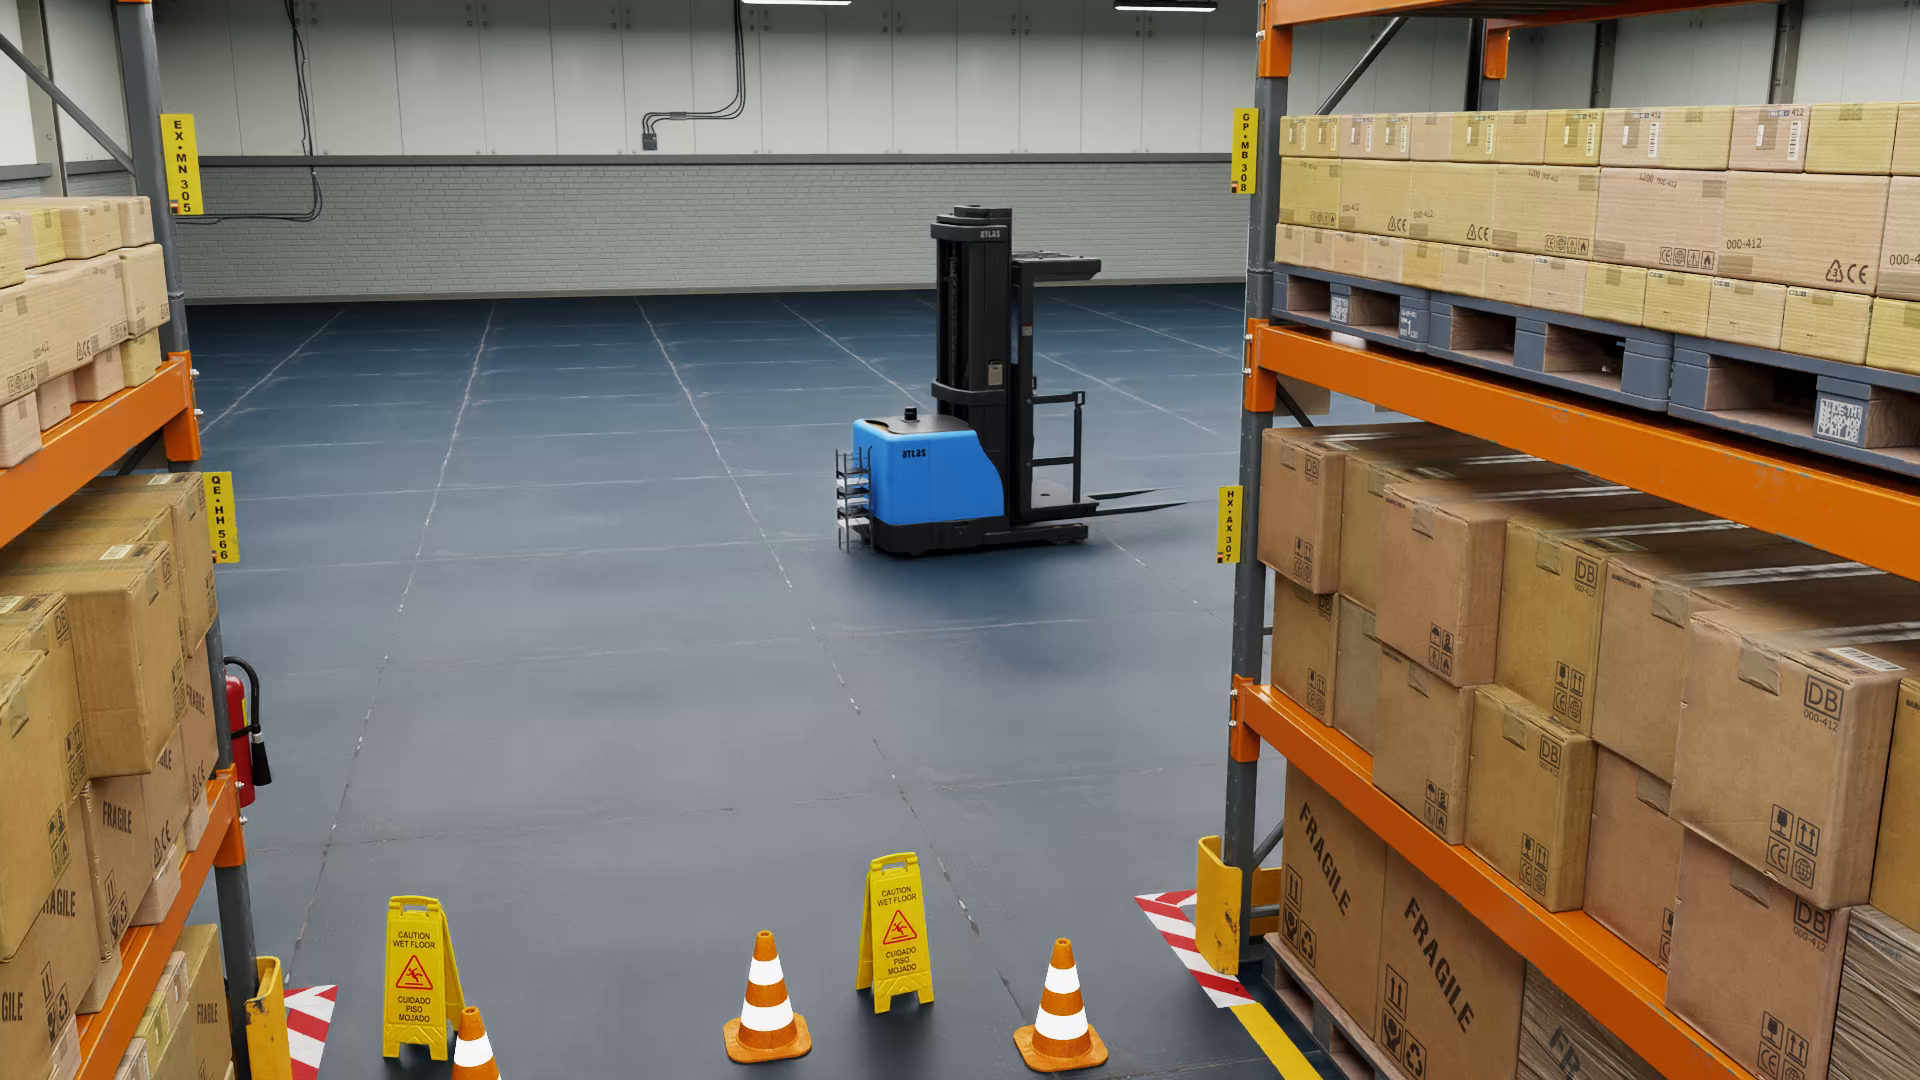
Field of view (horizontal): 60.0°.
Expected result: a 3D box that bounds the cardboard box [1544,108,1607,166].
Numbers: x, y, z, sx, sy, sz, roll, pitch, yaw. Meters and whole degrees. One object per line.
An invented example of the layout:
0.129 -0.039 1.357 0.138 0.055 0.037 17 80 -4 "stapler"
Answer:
1.843 -1.103 4.556 0.380 0.149 0.250 -3 14 -12 "cardboard box"

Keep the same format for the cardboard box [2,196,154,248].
-2.765 -0.996 5.211 0.380 0.149 0.250 -3 14 -13 "cardboard box"

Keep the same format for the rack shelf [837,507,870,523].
-0.914 -0.221 14.443 0.258 0.077 0.200 -7 15 -23 "rack shelf"

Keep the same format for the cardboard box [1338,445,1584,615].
1.925 -0.022 6.105 0.875 0.550 0.550 -3 14 -13 "cardboard box"

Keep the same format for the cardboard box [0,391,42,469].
-2.372 -0.251 3.845 0.380 0.149 0.250 -3 14 -14 "cardboard box"

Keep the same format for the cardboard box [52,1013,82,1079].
-2.332 1.267 3.949 0.380 0.149 0.250 -3 14 -13 "cardboard box"

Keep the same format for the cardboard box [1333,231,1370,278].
1.544 -1.008 5.847 0.380 0.149 0.250 -3 14 -13 "cardboard box"

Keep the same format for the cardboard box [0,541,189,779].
-2.468 0.321 4.348 0.700 0.500 0.500 -3 14 -14 "cardboard box"

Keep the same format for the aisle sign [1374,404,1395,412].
1.931 -0.930 6.936 0.394 0.787 0.004 -3 14 -13 "aisle sign"

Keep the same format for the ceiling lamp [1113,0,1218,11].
3.856 -11.696 31.539 2.000 3.185 0.800 -3 14 -13 "ceiling lamp"

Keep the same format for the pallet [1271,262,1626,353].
1.841 -0.878 6.065 1.003 0.211 1.213 -3 14 -13 "pallet"

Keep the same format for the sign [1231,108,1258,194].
1.115 -1.525 6.519 0.100 0.325 0.005 -3 14 -13 "sign"

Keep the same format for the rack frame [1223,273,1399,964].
1.656 0.366 7.109 1.000 3.000 0.127 -3 14 -13 "rack frame"

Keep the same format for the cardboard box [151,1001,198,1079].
-2.564 1.723 4.882 0.500 0.500 0.500 -3 14 -11 "cardboard box"

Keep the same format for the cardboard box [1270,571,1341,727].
1.787 0.376 6.751 0.875 0.550 0.550 -3 14 -13 "cardboard box"

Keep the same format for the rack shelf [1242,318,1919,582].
2.126 -0.280 4.950 1.077 0.370 4.000 -3 14 -13 "rack shelf"

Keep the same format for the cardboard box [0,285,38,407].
-2.385 -0.409 3.648 0.500 0.250 0.500 -3 14 -13 "cardboard box"

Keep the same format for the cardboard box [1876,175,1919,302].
2.230 -0.592 3.303 0.500 0.250 0.500 -3 14 -14 "cardboard box"

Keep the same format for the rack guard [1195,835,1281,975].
1.651 1.575 7.428 1.175 0.500 0.348 -3 14 -13 "rack guard"

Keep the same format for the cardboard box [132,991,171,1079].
-2.483 1.427 4.728 0.380 0.149 0.250 -3 14 -12 "cardboard box"

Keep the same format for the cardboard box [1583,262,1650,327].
1.898 -0.659 4.417 0.380 0.149 0.250 -3 14 -14 "cardboard box"

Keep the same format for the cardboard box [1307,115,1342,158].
1.483 -1.456 6.002 0.380 0.149 0.250 -3 14 -13 "cardboard box"

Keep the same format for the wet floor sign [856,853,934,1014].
-0.275 1.613 6.964 0.267 0.644 0.232 -6 15 -23 "wet floor sign"

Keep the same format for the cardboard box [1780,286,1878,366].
2.078 -0.483 3.696 0.380 0.149 0.250 -3 14 -12 "cardboard box"

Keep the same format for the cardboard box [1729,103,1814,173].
2.024 -0.927 3.834 0.380 0.149 0.250 -3 14 -12 "cardboard box"

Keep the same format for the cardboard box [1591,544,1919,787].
2.307 0.352 4.576 0.875 0.550 0.550 -3 14 -13 "cardboard box"

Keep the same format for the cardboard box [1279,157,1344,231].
1.520 -1.290 6.159 0.500 0.250 0.500 -3 14 -13 "cardboard box"

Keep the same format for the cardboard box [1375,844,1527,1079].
2.088 1.550 5.855 0.875 0.875 0.875 -4 14 -14 "cardboard box"

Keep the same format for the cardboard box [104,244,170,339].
-2.750 -0.761 5.089 0.500 0.250 0.500 -3 14 -14 "cardboard box"

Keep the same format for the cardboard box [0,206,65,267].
-2.655 -0.815 4.471 0.380 0.149 0.250 -3 14 -13 "cardboard box"

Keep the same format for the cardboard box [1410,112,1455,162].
1.663 -1.280 5.278 0.380 0.149 0.250 -4 14 -14 "cardboard box"

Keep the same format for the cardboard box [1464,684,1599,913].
2.112 0.758 5.188 0.875 0.550 0.500 -3 14 -13 "cardboard box"

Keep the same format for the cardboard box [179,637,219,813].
-2.736 0.582 5.387 0.500 0.500 0.500 -4 14 -14 "cardboard box"

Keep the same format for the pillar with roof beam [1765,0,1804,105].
12.130 -8.813 32.039 9.100 9.000 0.548 -3 14 -13 "pillar with roof beam"

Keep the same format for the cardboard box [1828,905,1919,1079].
2.497 1.131 3.659 0.875 0.550 0.550 -3 14 -13 "cardboard box"

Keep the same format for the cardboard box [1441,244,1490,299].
1.721 -0.834 5.132 0.380 0.149 0.250 -3 14 -14 "cardboard box"

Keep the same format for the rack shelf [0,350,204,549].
-2.662 0.019 3.725 1.077 0.370 4.000 -3 14 -13 "rack shelf"

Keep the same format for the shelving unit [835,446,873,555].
-0.916 -0.340 14.413 0.258 0.900 0.210 -7 15 -23 "shelving unit"

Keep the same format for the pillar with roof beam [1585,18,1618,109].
10.721 -10.197 37.705 9.100 9.000 0.548 -3 14 -13 "pillar with roof beam"

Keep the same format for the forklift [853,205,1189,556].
0.600 -1.490 14.850 3.031 2.935 1.130 -6 15 -22 "forklift"

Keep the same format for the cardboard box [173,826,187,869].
-2.629 0.974 5.149 0.380 0.149 0.250 -4 14 -14 "cardboard box"

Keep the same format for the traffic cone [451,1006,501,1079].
-1.777 1.925 6.073 0.336 0.463 0.334 -3 14 -13 "traffic cone"

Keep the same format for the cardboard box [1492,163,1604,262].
1.877 -0.941 4.730 0.500 0.250 0.500 -3 14 -13 "cardboard box"

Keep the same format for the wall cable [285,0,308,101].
-12.491 -10.531 34.970 3.097 2.526 0.112 -3 14 -13 "wall cable"

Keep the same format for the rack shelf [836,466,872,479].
-0.920 -0.570 14.355 0.258 0.077 0.200 -7 15 -23 "rack shelf"

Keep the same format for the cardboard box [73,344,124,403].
-2.656 -0.484 4.798 0.380 0.149 0.250 -3 14 -11 "cardboard box"

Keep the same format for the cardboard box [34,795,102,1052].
-2.408 0.931 3.957 0.500 0.500 0.500 -3 14 -13 "cardboard box"
